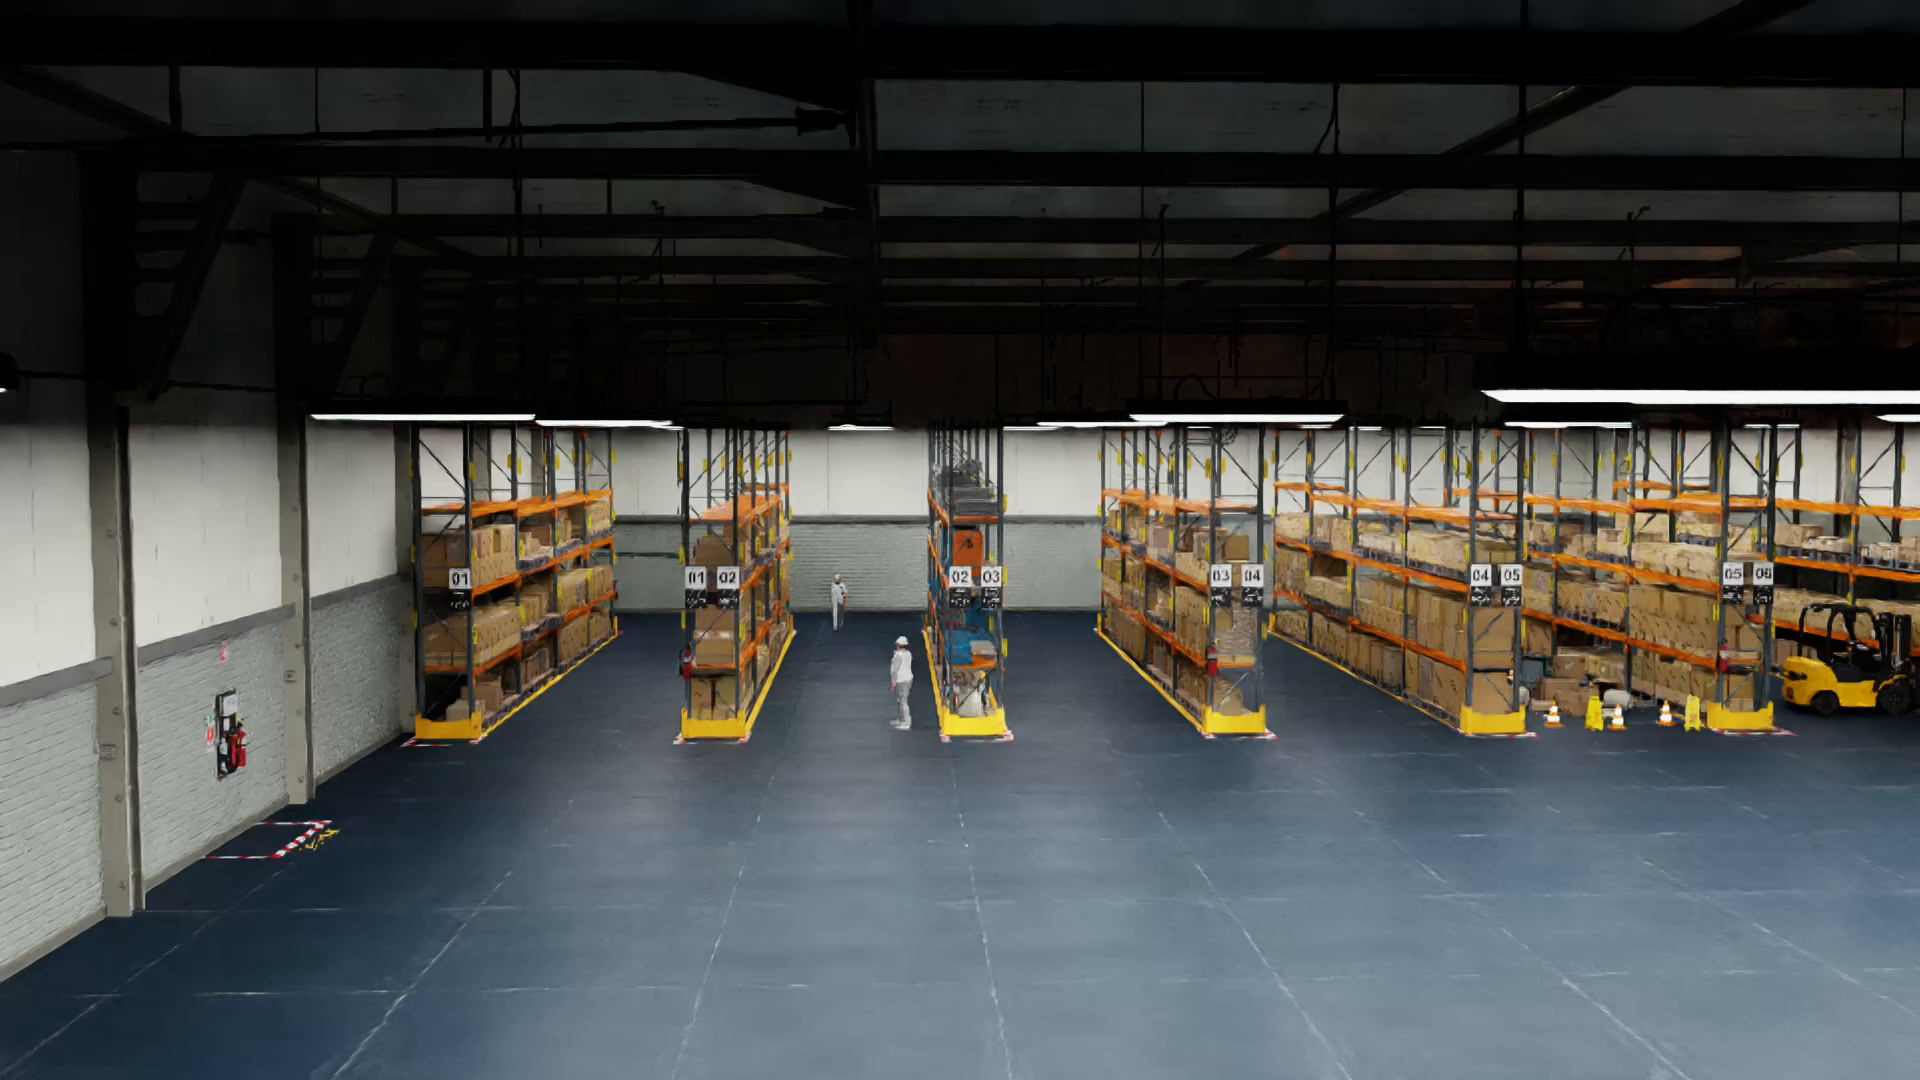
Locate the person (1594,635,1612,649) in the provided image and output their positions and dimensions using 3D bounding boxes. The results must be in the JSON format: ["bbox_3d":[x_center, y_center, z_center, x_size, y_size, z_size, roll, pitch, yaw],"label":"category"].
[{"bbox_3d":[16.902,2.014,43.821,0.575,1.665,0.556,2,4,23],"label":"person"}]

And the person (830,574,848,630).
[{"bbox_3d":[-3.495,1.786,48.043,0.493,1.600,0.991,0,4,-3],"label":"person"}]

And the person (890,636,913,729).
[{"bbox_3d":[-1.145,2.729,32.101,0.570,1.768,0.627,2,4,26],"label":"person"}]
